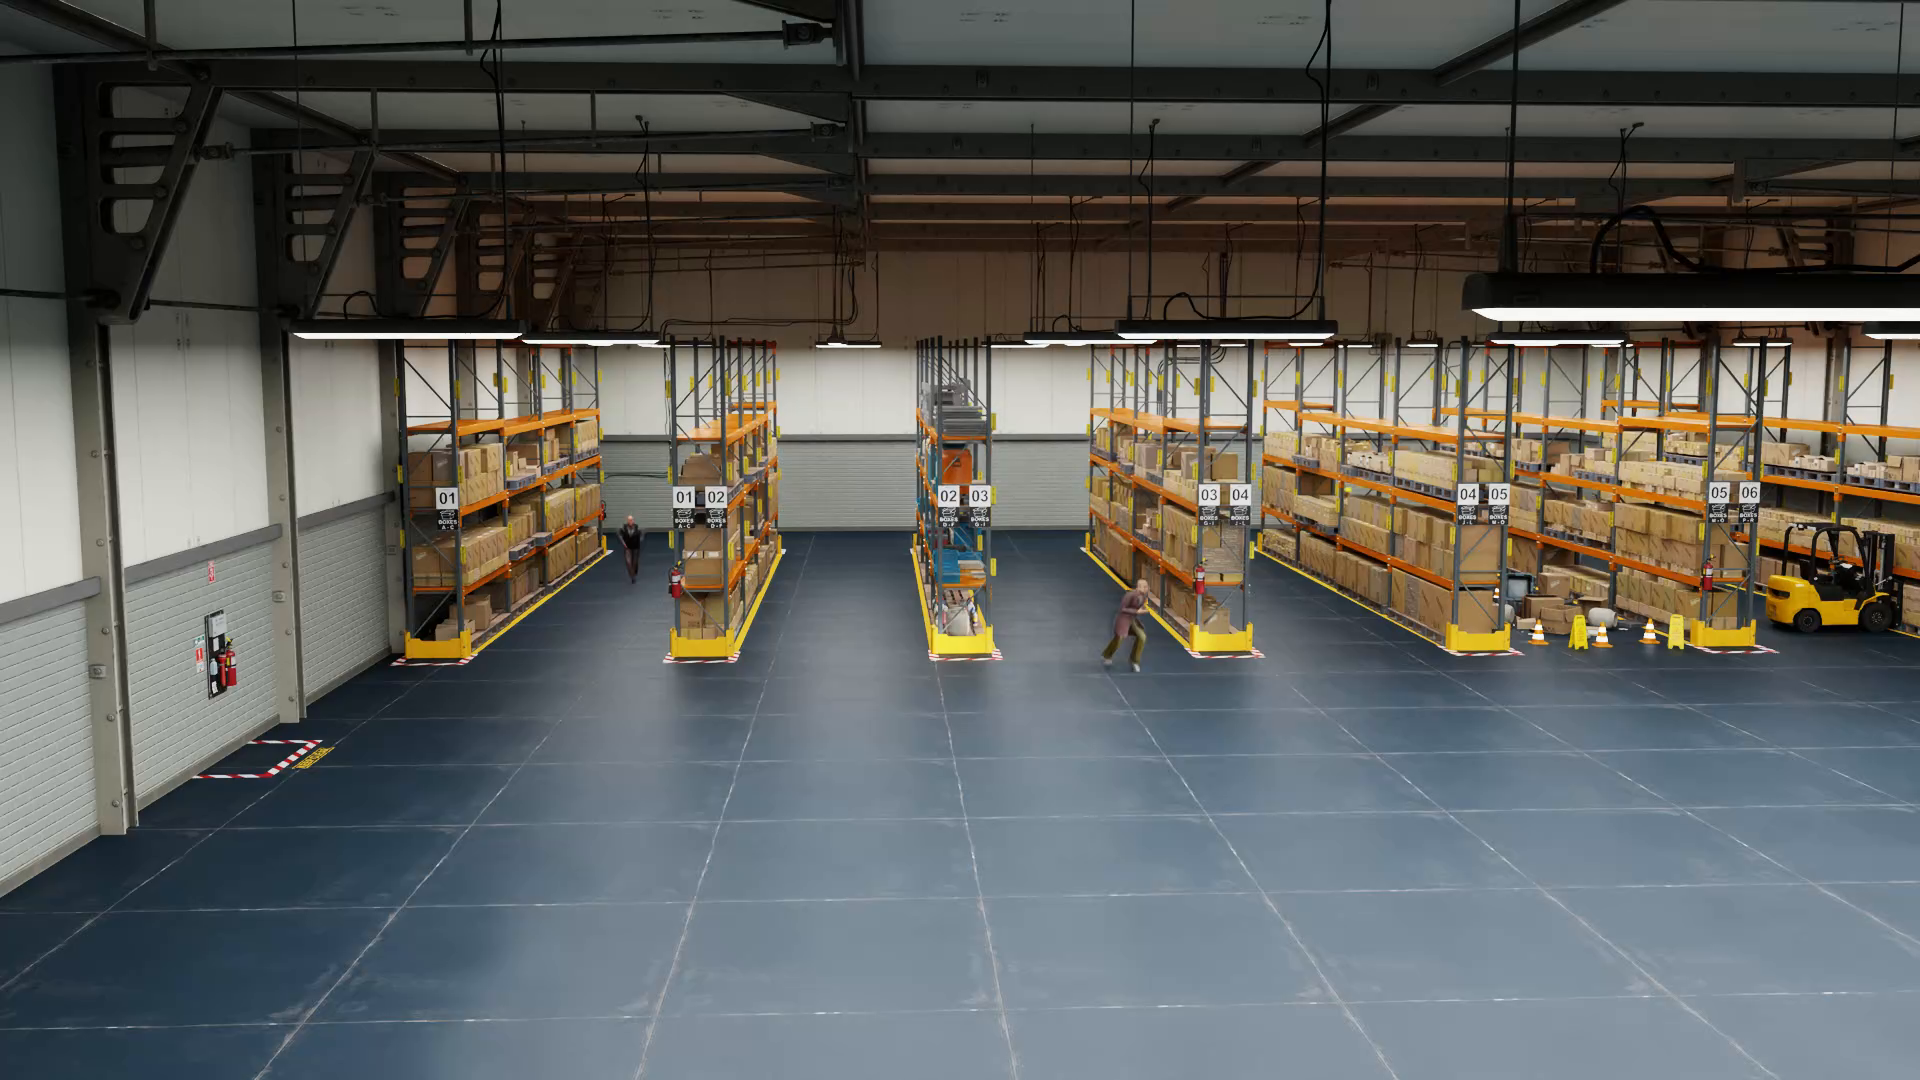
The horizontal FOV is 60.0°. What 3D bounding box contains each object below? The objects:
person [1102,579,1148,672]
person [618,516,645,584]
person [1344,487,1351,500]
[{"bbox_3d":[2.993,1.528,29.927,1.072,1.730,0.752,6,9,43],"label":"person"},{"bbox_3d":[-8.158,0.217,41.328,0.649,1.679,0.790,0,7,-4],"label":"person"},{"bbox_3d":[11.360,-0.708,49.100,0.580,1.717,0.699,-2,7,-13],"label":"person"}]
